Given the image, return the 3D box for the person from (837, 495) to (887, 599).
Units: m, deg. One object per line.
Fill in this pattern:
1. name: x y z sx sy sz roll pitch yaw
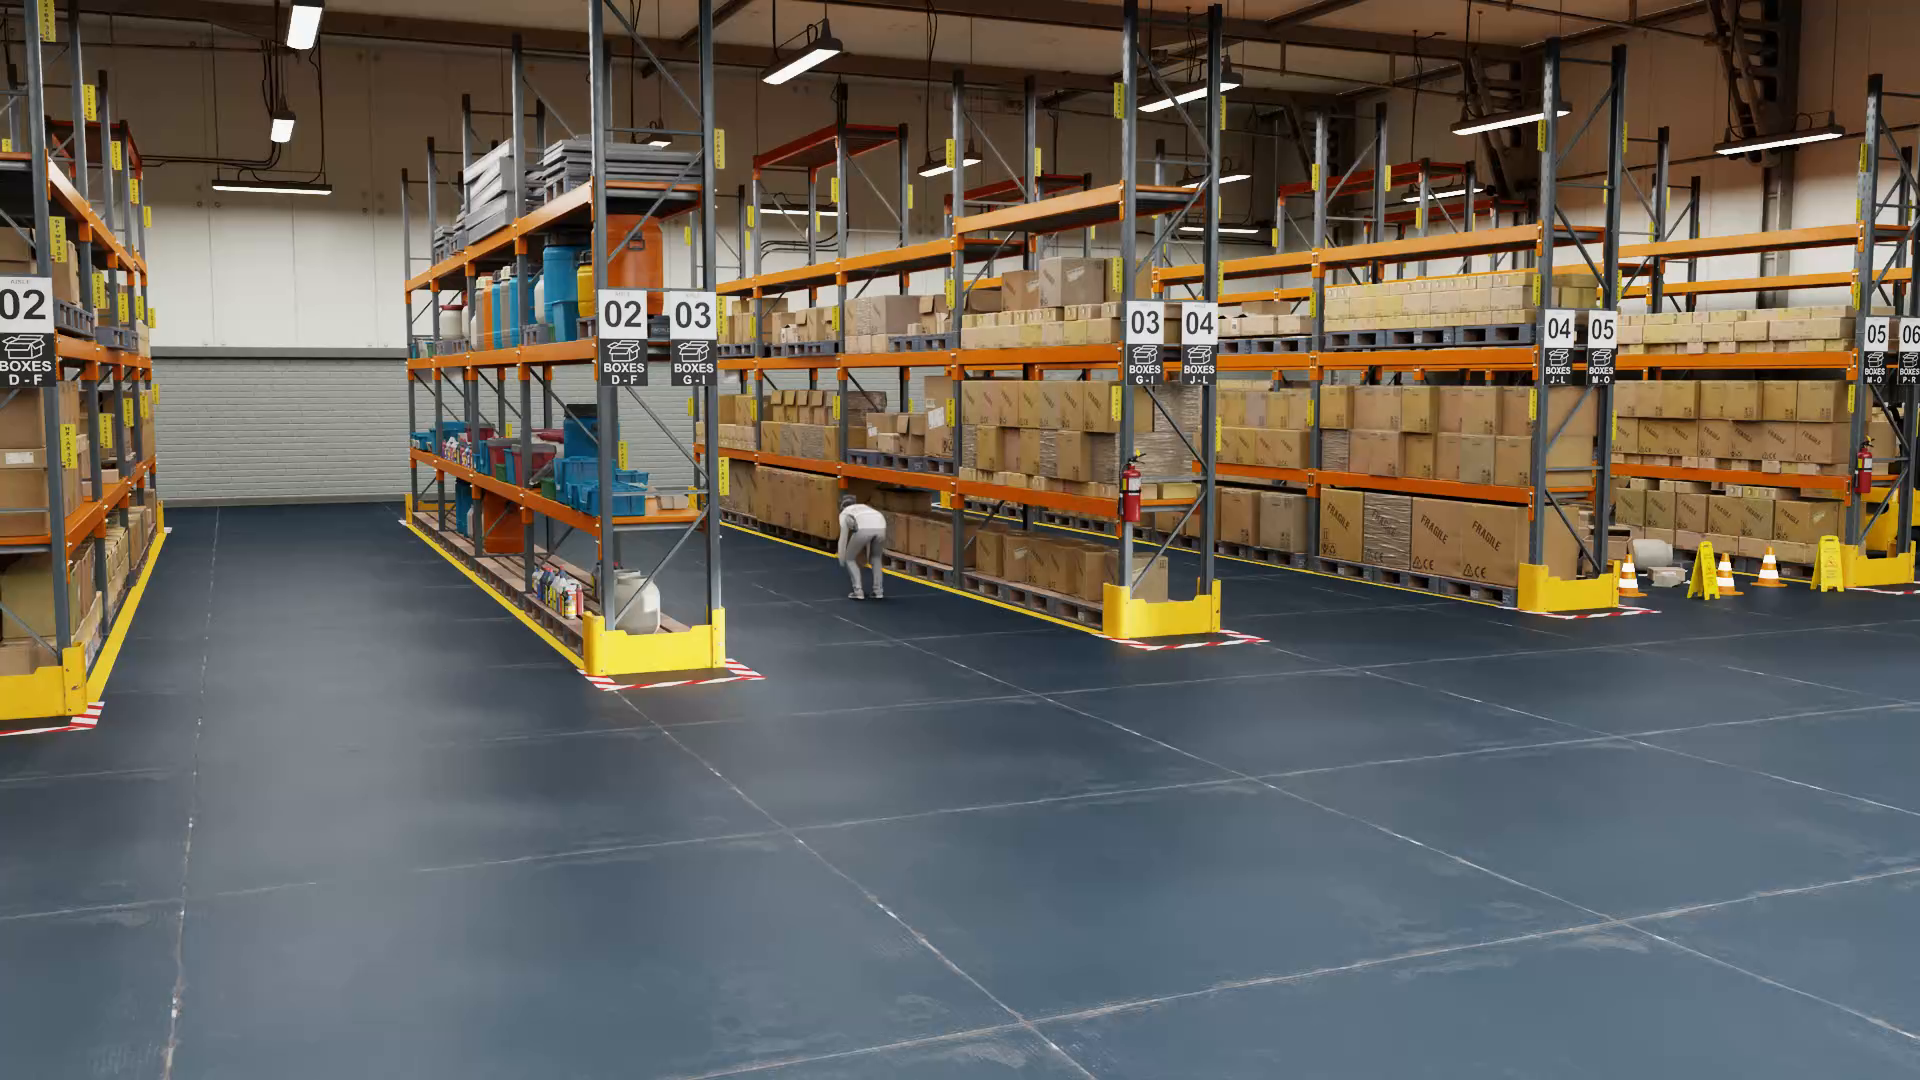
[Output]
1. person: -1.142 0.076 18.927 0.441 1.148 0.915 -3 6 -26
